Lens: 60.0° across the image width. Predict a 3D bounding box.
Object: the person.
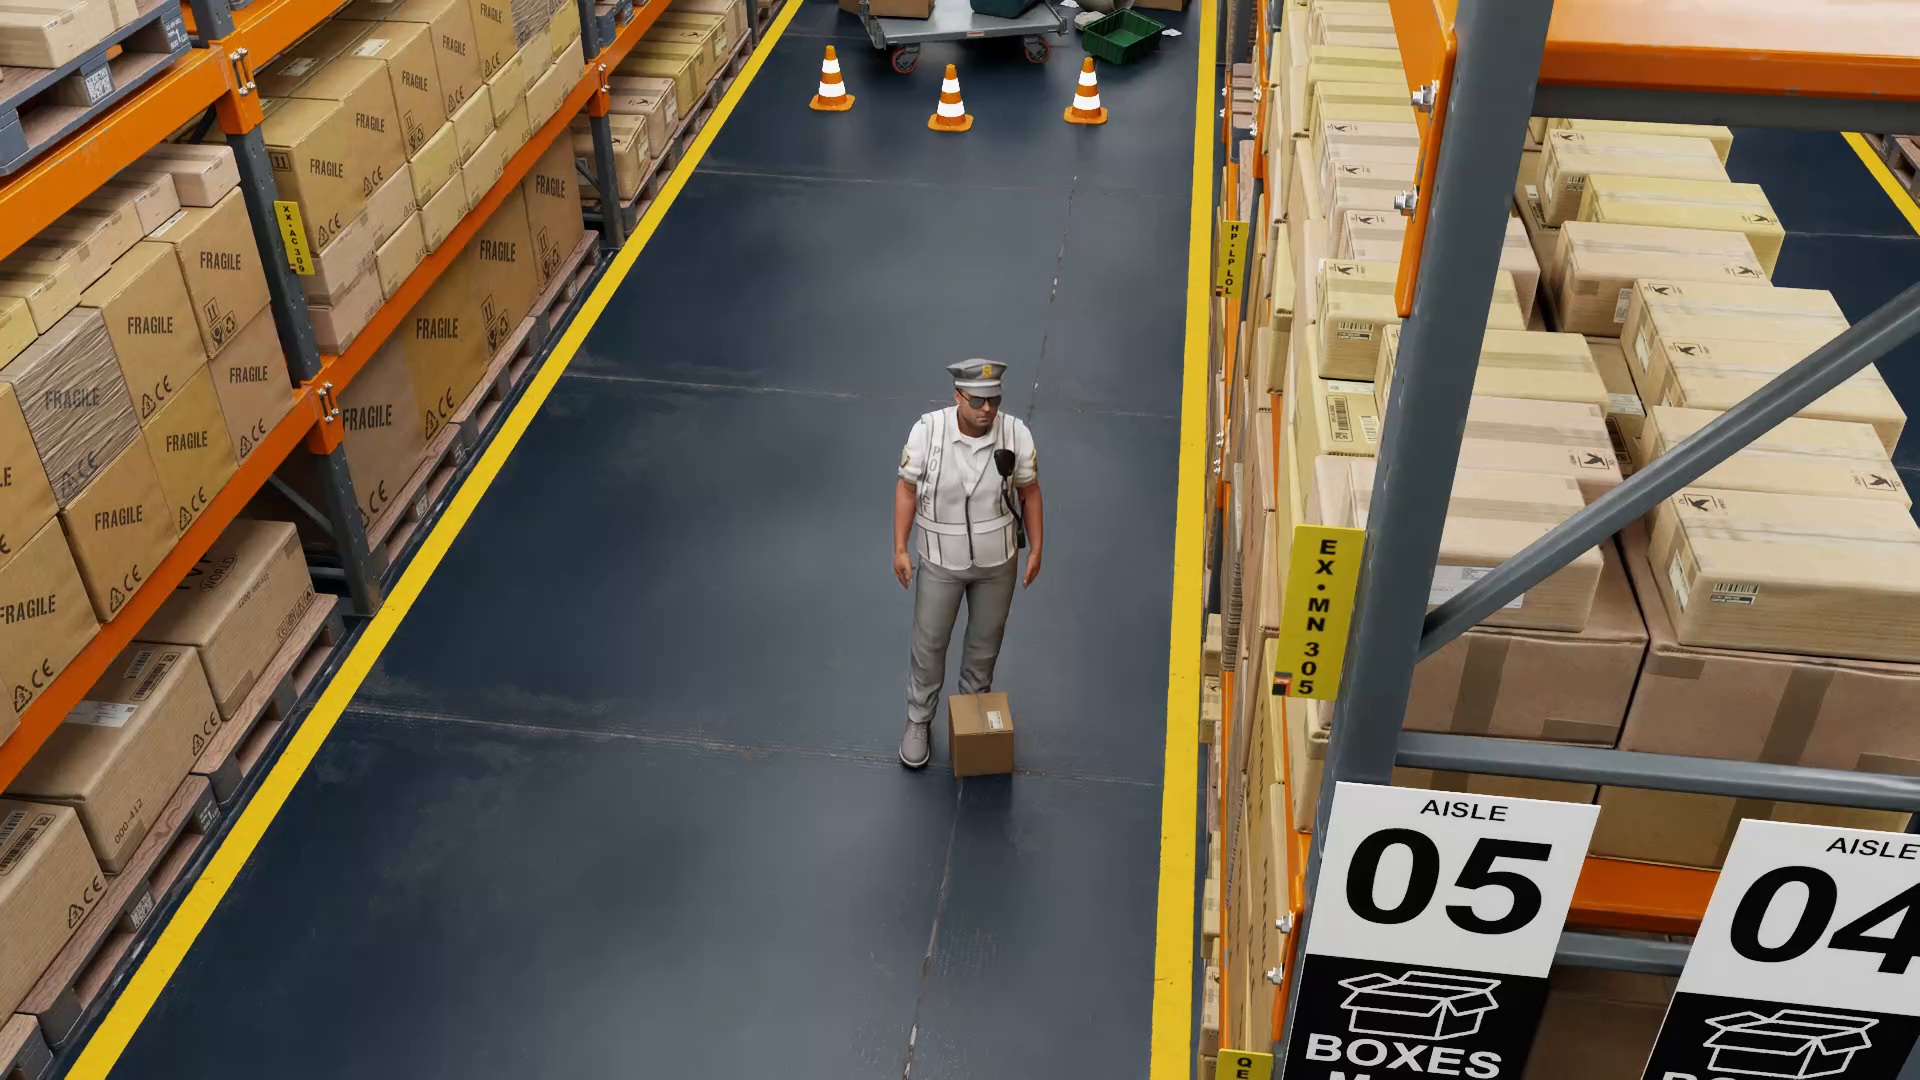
[{"bbox_3d":[0.037,0.086,6.874,0.642,1.782,0.573,-4,36,-5],"label":"person"}]
